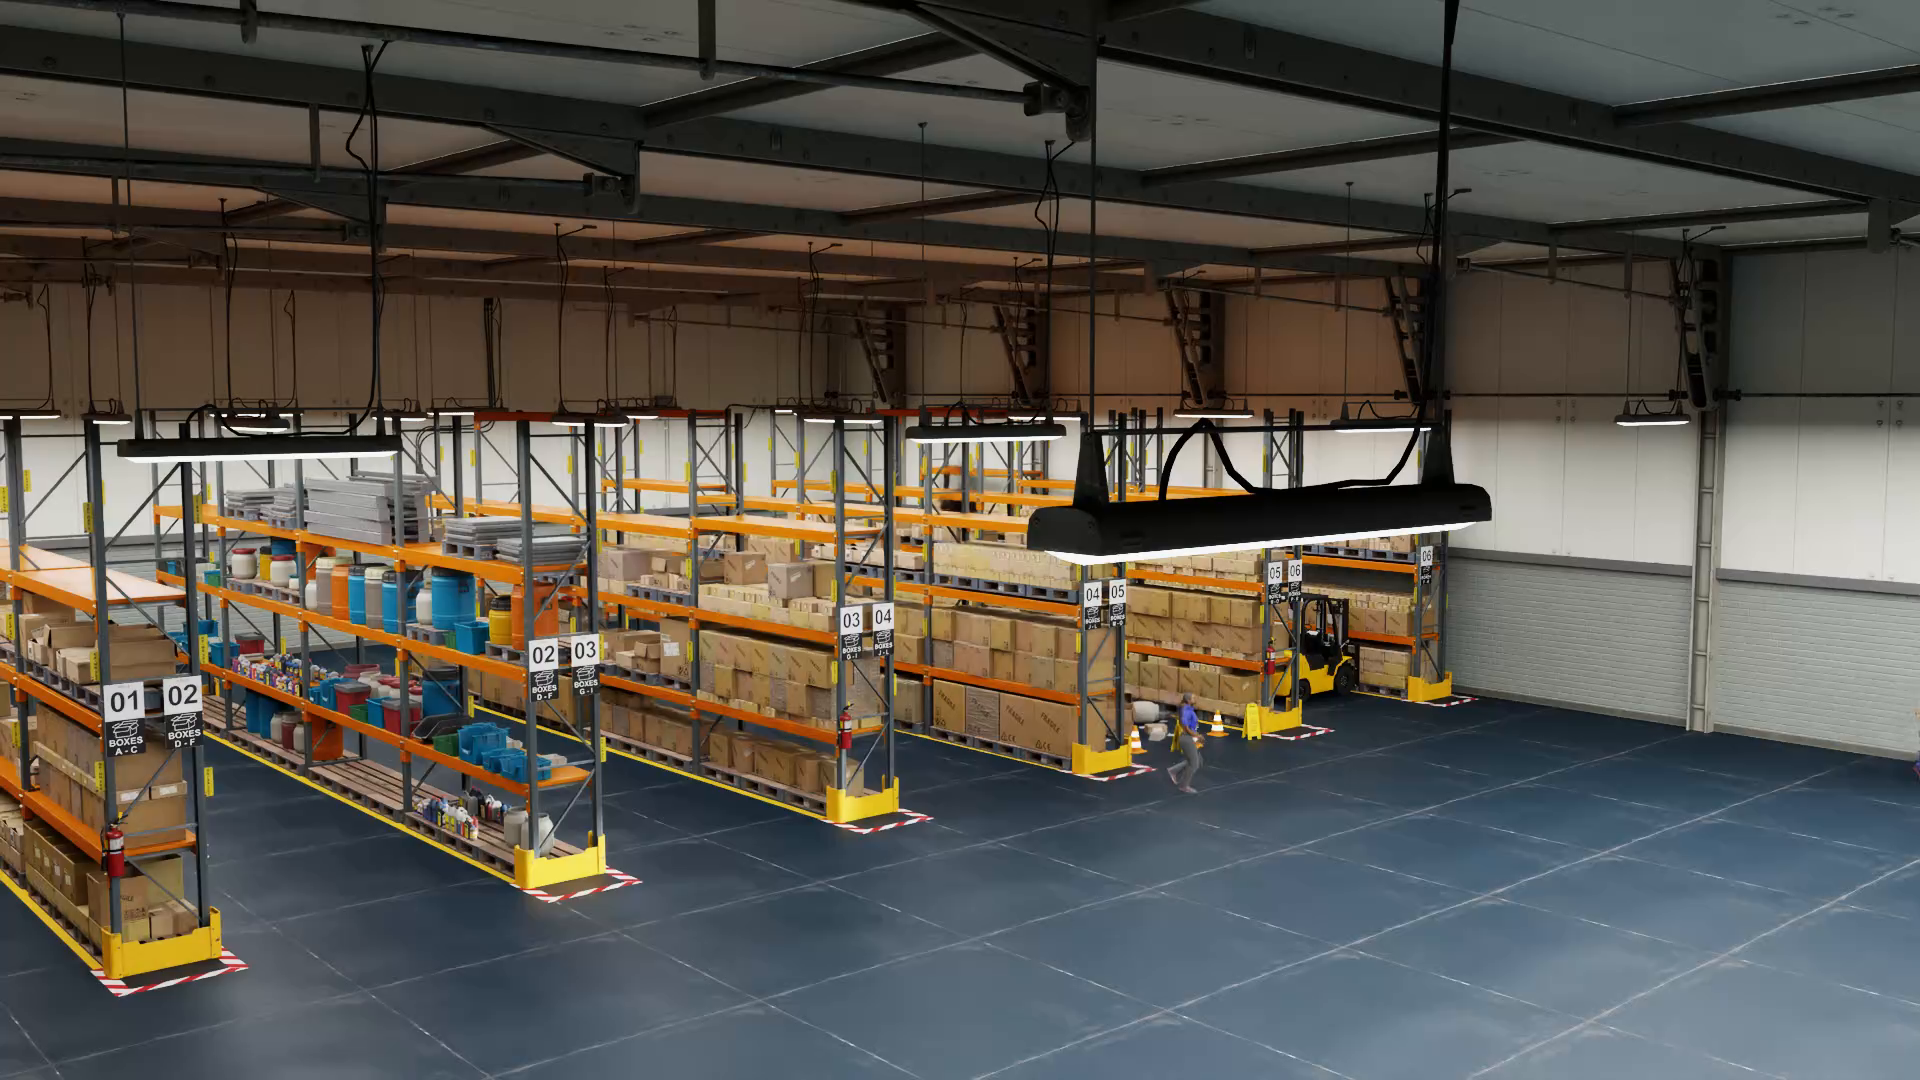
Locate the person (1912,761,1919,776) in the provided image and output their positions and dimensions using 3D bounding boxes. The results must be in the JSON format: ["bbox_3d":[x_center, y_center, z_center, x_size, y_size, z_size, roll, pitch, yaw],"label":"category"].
[{"bbox_3d":[15.892,3.159,26.861,0.885,1.650,0.606,4,7,40],"label":"person"}]

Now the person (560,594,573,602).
[{"bbox_3d":[-9.660,1.987,40.350,0.821,1.695,0.800,-5,7,-42],"label":"person"}]

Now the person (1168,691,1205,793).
[{"bbox_3d":[3.612,3.209,26.517,0.588,1.620,0.610,1,5,6],"label":"person"}]
